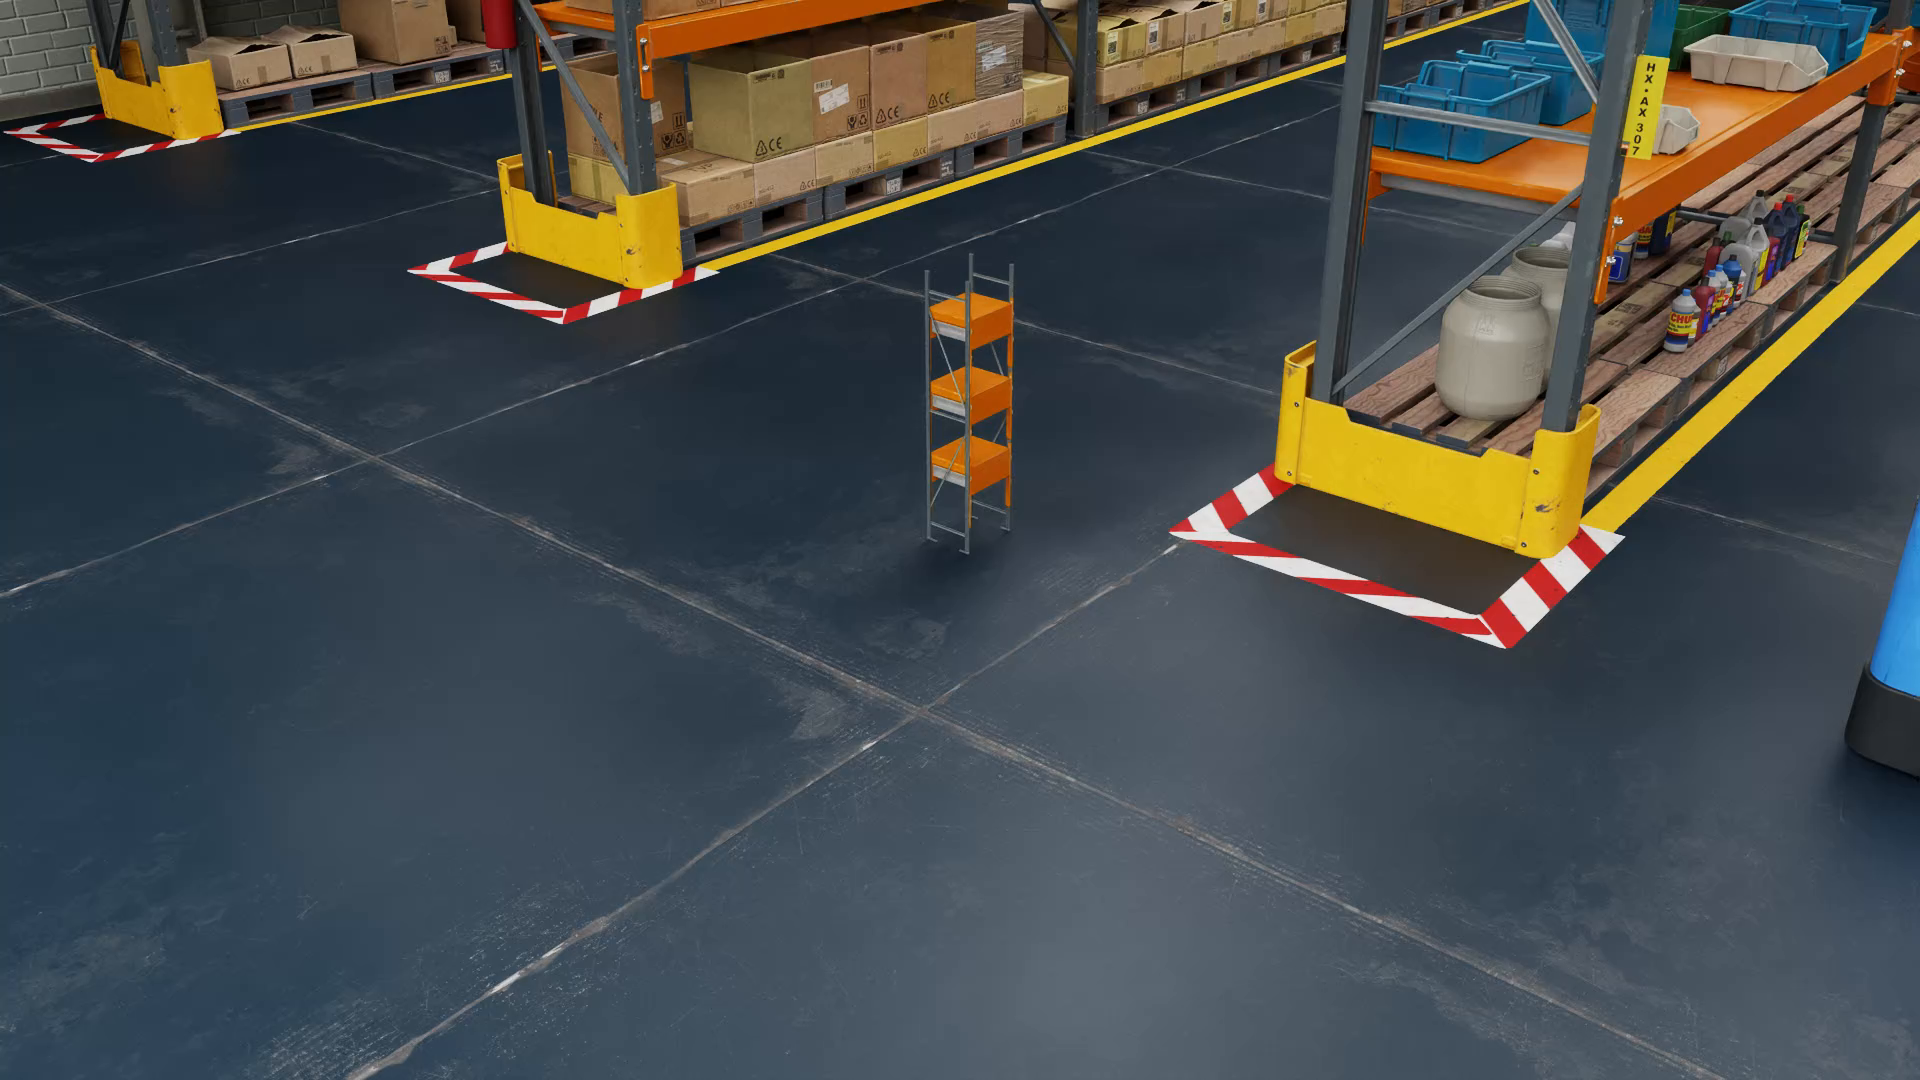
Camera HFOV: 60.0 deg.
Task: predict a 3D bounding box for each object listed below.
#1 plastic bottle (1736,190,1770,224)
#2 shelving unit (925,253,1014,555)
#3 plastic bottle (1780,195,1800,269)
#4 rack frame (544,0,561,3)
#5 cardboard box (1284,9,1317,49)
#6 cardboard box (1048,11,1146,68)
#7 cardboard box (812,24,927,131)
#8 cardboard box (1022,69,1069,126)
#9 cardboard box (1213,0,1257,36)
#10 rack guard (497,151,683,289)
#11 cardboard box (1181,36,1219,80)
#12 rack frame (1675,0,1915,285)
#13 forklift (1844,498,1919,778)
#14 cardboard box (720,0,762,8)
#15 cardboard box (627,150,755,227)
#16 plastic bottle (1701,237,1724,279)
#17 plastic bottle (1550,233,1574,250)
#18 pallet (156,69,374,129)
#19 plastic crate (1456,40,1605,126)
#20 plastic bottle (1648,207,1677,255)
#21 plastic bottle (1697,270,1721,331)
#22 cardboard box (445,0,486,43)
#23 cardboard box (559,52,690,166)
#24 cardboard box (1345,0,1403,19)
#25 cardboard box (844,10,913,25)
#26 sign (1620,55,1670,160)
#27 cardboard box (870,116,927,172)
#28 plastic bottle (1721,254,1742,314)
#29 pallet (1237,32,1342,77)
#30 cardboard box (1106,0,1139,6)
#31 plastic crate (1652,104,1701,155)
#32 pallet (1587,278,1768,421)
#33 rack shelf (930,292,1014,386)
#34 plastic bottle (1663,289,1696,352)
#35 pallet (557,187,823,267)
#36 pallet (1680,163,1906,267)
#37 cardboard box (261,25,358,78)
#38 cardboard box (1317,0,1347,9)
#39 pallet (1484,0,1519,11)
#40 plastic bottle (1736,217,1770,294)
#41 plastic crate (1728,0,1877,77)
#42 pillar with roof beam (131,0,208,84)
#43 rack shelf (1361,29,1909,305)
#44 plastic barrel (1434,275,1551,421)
[{"bbox_3d":[4.044,-1.608,8.498,0.144,0.351,0.185,21,34,34],"label":"plastic bottle"},{"bbox_3d":[0.034,-0.485,6.045,0.215,1.050,0.252,21,34,34],"label":"shelving unit"},{"bbox_3d":[4.156,-1.566,8.417,0.144,0.351,0.185,20,33,33],"label":"plastic bottle"},{"bbox_3d":[-3.302,-5.755,14.110,1.000,3.000,0.127,21,34,34],"label":"rack frame"},{"bbox_3d":[2.596,-4.250,13.737,0.500,0.250,0.500,20,34,34],"label":"cardboard box"},{"bbox_3d":[0.978,-3.597,11.863,0.500,0.311,0.500,21,34,35],"label":"cardboard box"},{"bbox_3d":[-0.552,-2.845,10.204,0.500,0.500,0.500,21,34,34],"label":"cardboard box"},{"bbox_3d":[0.397,-3.046,11.408,0.500,0.250,0.500,21,34,34],"label":"cardboard box"},{"bbox_3d":[1.955,-4.142,12.917,0.500,0.311,0.500,22,34,36],"label":"cardboard box"},{"bbox_3d":[-2.036,-1.772,9.131,1.175,0.500,0.348,21,34,34],"label":"rack guard"},{"bbox_3d":[1.624,-3.710,12.692,0.500,0.250,0.500,20,33,33],"label":"cardboard box"},{"bbox_3d":[4.343,-2.860,8.513,1.000,3.000,0.127,21,34,34],"label":"rack frame"},{"bbox_3d":[4.002,-0.971,4.937,1.130,2.935,3.031,23,35,37],"label":"forklift"},{"bbox_3d":[-1.384,-3.284,9.225,0.700,0.500,0.500,22,34,36],"label":"cardboard box"},{"bbox_3d":[-1.508,-1.981,9.350,0.500,0.250,0.500,21,34,34],"label":"cardboard box"},{"bbox_3d":[3.639,-1.328,8.030,0.061,0.283,0.133,21,34,34],"label":"plastic bottle"},{"bbox_3d":[2.898,-1.337,8.055,0.152,0.276,0.135,20,33,33],"label":"plastic bottle"},{"bbox_3d":[-5.254,-3.403,12.598,1.003,0.211,1.213,21,34,34],"label":"pallet"},{"bbox_3d":[2.304,-1.869,6.760,0.499,0.251,0.408,21,34,34],"label":"plastic crate"},{"bbox_3d":[3.621,-1.671,8.621,0.144,0.351,0.185,21,34,34],"label":"plastic bottle"},{"bbox_3d":[3.410,-1.098,7.599,0.097,0.271,0.097,0,27,0],"label":"plastic bottle"},{"bbox_3d":[-3.931,-4.461,13.850,0.500,0.500,0.500,18,32,31],"label":"cardboard box"},{"bbox_3d":[-1.910,-2.466,9.471,0.500,0.500,0.500,21,34,34],"label":"cardboard box"},{"bbox_3d":[3.577,-4.890,14.679,0.500,0.500,0.500,22,35,36],"label":"cardboard box"},{"bbox_3d":[-0.649,-3.179,10.851,0.500,0.500,0.500,21,34,34],"label":"cardboard box"},{"bbox_3d":[2.220,-1.402,5.394,0.100,0.325,0.005,21,34,34],"label":"sign"},{"bbox_3d":[-0.553,-2.512,10.377,0.500,0.250,0.500,21,34,34],"label":"cardboard box"},{"bbox_3d":[3.603,-1.206,7.806,0.097,0.271,0.097,0,27,0],"label":"plastic bottle"},{"bbox_3d":[2.514,-4.208,14.154,1.003,0.211,1.213,21,34,34],"label":"pallet"},{"bbox_3d":[1.205,-4.113,12.861,0.500,0.311,0.500,21,34,34],"label":"cardboard box"},{"bbox_3d":[2.616,-1.548,6.264,0.298,0.136,0.250,21,34,34],"label":"plastic crate"},{"bbox_3d":[3.108,-0.961,7.877,1.003,0.211,1.213,21,34,34],"label":"pallet"},{"bbox_3d":[0.034,-0.728,5.920,0.215,0.259,0.240,21,34,34],"label":"rack shelf"},{"bbox_3d":[3.192,-0.977,7.364,0.097,0.271,0.097,0,27,0],"label":"plastic bottle"},{"bbox_3d":[-1.567,-1.935,9.761,1.003,0.211,1.213,21,34,34],"label":"pallet"},{"bbox_3d":[4.812,-1.911,9.714,1.003,0.211,1.213,21,34,34],"label":"pallet"},{"bbox_3d":[-4.974,-3.759,12.700,0.500,0.311,0.500,24,36,38],"label":"cardboard box"},{"bbox_3d":[2.924,-4.683,13.964,0.500,0.311,0.500,22,34,36],"label":"cardboard box"},{"bbox_3d":[5.123,-5.607,16.859,1.003,0.211,1.213,21,34,34],"label":"pallet"},{"bbox_3d":[3.828,-1.383,8.064,0.144,0.351,0.185,21,34,34],"label":"plastic bottle"},{"bbox_3d":[3.848,-2.322,7.635,0.499,0.251,0.616,21,34,34],"label":"plastic crate"},{"bbox_3d":[-2.746,-6.244,8.527,9.100,9.000,0.400,21,34,34],"label":"pillar with roof beam"},{"bbox_3d":[3.071,-1.831,7.308,1.077,0.370,4.000,21,34,34],"label":"rack shelf"},{"bbox_3d":[2.158,-0.779,6.741,0.421,0.512,0.421,0,27,0],"label":"plastic barrel"}]
